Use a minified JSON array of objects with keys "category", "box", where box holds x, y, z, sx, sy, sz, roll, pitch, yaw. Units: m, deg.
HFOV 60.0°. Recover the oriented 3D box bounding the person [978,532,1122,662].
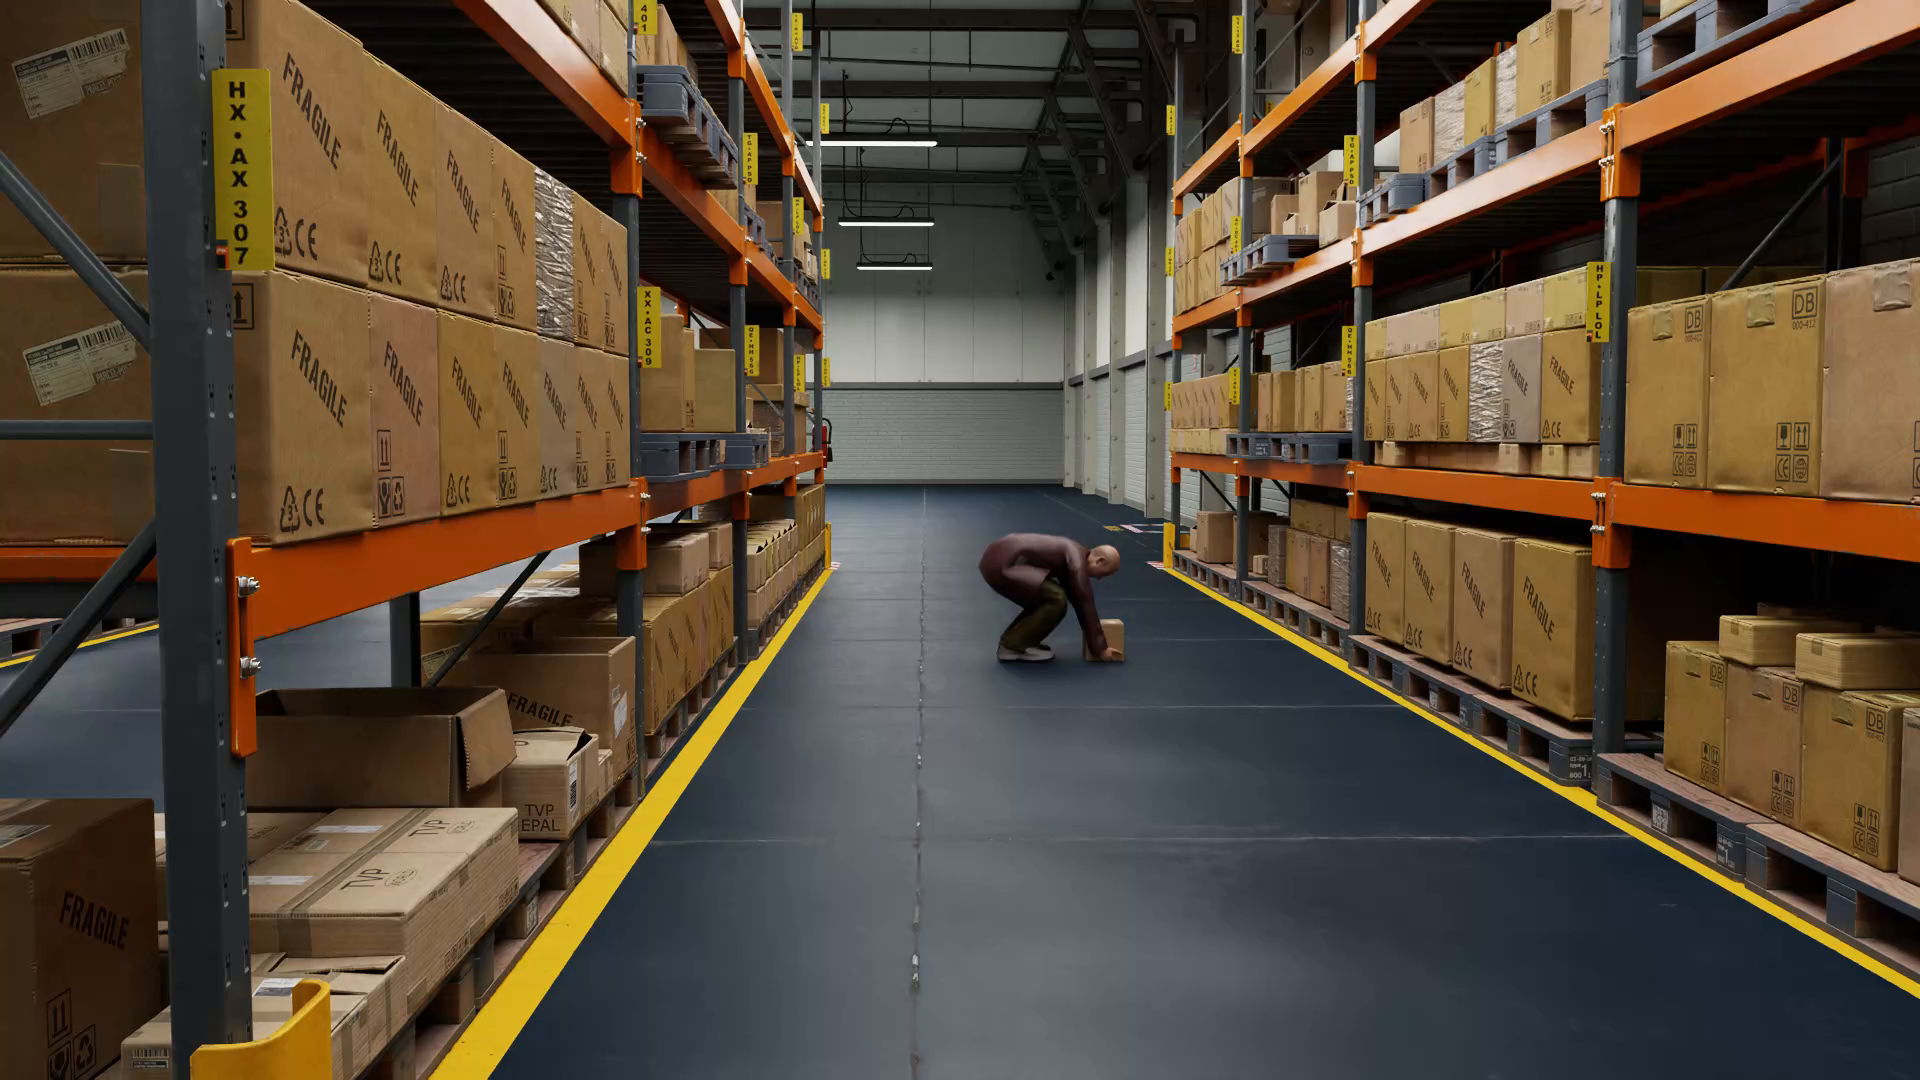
[{"category":"person","box":[0.600,0.381,11.140,0.957,0.873,0.589,0,4,-3]}]
